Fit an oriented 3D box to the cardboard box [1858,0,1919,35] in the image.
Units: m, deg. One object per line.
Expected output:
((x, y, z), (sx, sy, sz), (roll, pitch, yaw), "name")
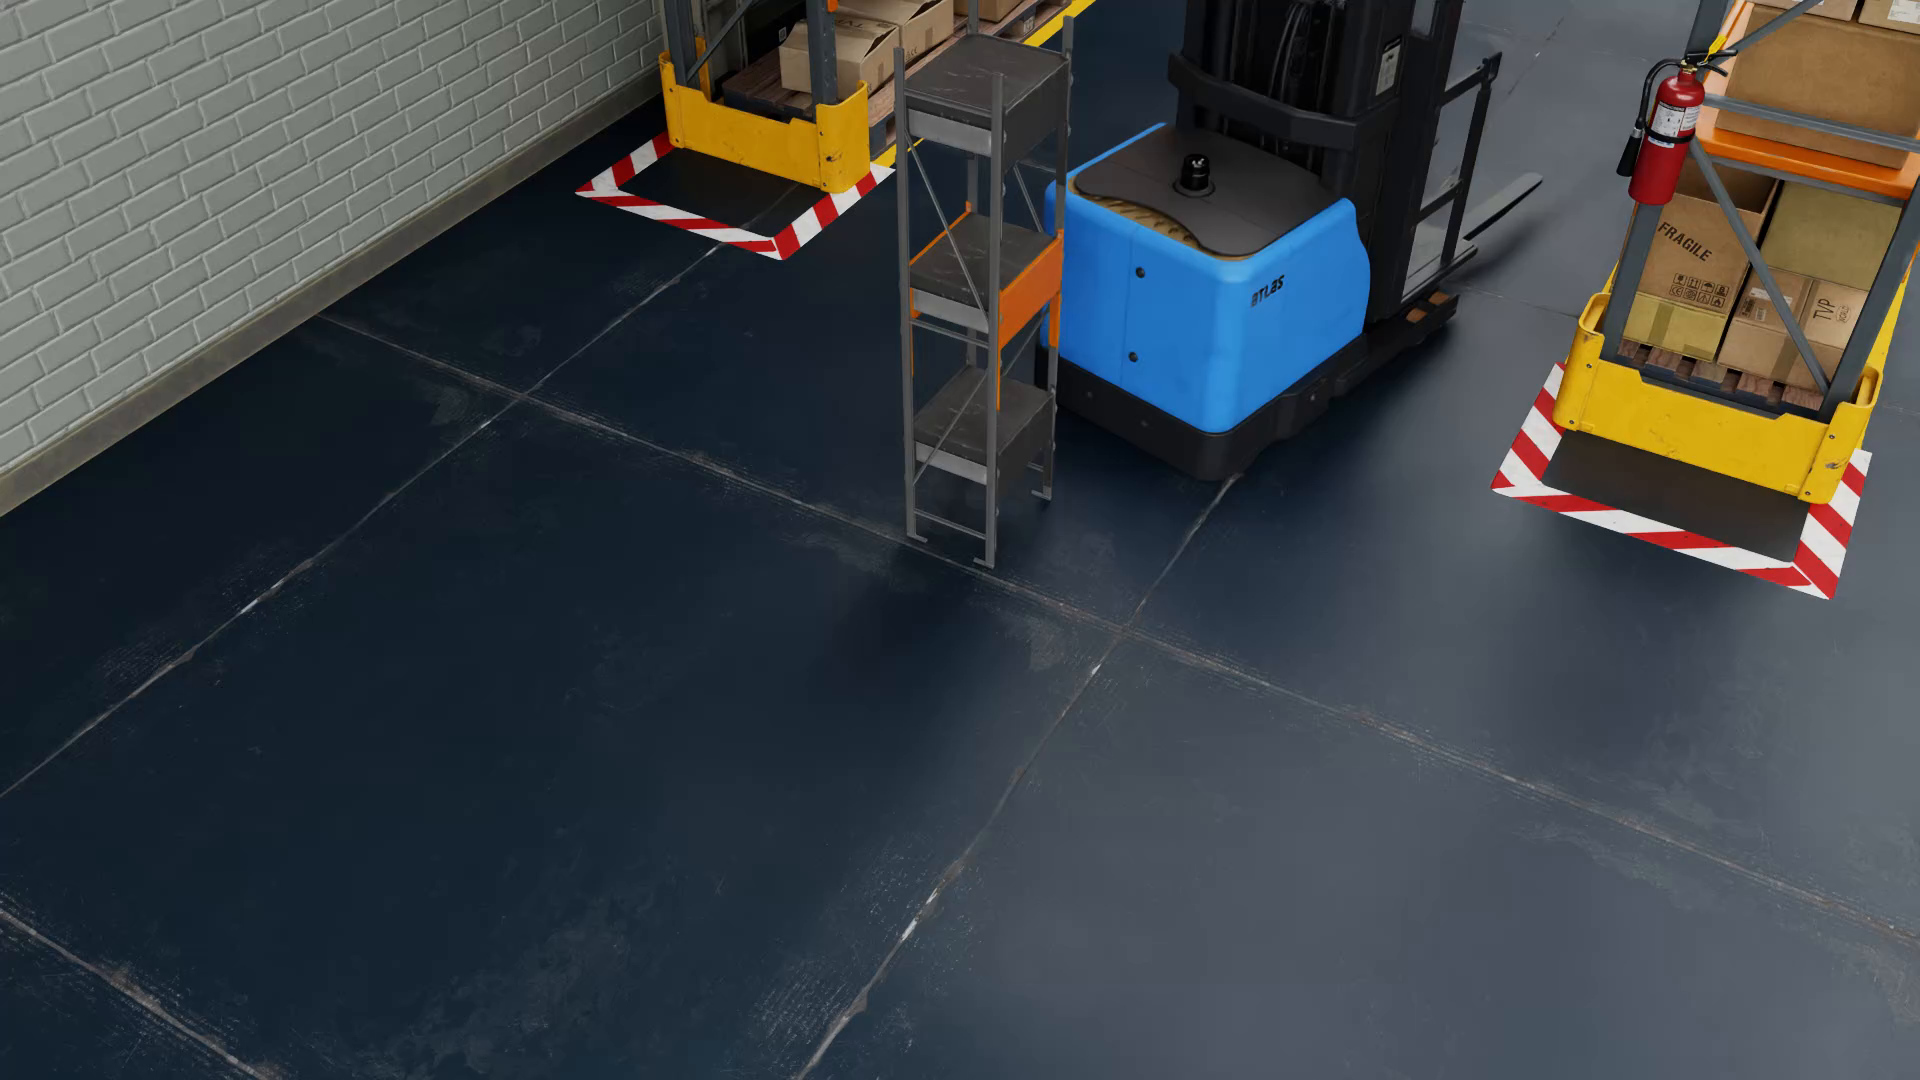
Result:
((3.581, -1.998, 6.182), (0.380, 0.149, 0.250), (21, 45, 22), "cardboard box")

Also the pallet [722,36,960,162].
((-0.617, -2.650, 9.599), (1.003, 0.211, 1.213), (21, 45, 22), "pallet")

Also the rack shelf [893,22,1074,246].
((0.083, -1.398, 5.710), (0.431, 0.518, 0.480), (21, 45, 22), "rack shelf")

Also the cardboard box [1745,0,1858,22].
((3.225, -2.126, 6.328), (0.380, 0.149, 0.250), (20, 45, 21), "cardboard box")

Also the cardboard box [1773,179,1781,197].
((3.697, -1.953, 7.893), (0.500, 0.500, 0.500), (21, 45, 22), "cardboard box")

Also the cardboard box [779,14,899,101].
((-0.668, -2.722, 9.273), (0.500, 0.311, 0.500), (16, 44, 17), "cardboard box")

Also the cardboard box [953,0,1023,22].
((0.028, -3.522, 10.038), (0.700, 0.500, 0.500), (18, 45, 19), "cardboard box")

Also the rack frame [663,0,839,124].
((-1.092, -3.200, 8.114), (1.000, 3.000, 0.127), (21, 45, 22), "rack frame")

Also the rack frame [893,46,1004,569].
((-0.039, -0.743, 6.005), (0.400, 2.100, 0.015), (21, 45, 22), "rack frame")

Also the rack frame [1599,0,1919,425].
((3.198, -1.563, 6.256), (1.000, 3.000, 0.127), (21, 45, 22), "rack frame")

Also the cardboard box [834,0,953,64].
((-0.383, -3.048, 9.643), (0.500, 0.311, 0.500), (25, 47, 25), "cardboard box")

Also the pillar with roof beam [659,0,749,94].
((2.236, -4.714, 5.294), (9.100, 9.000, 0.400), (21, 45, 22), "pillar with roof beam")

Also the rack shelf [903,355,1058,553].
((0.083, -0.347, 6.635), (0.431, 0.518, 0.480), (21, 45, 22), "rack shelf")

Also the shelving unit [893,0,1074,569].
((0.083, -0.883, 6.164), (0.431, 2.100, 0.503), (21, 45, 22), "shelving unit")

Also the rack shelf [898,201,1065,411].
((0.083, -0.872, 6.173), (0.431, 0.518, 0.480), (21, 45, 22), "rack shelf")

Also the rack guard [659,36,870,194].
((-1.054, -2.305, 8.989), (1.175, 0.500, 0.348), (21, 45, 22), "rack guard")

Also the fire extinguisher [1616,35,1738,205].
((2.737, -1.620, 6.379), (0.296, 0.674, 0.183), (21, 45, 22), "fire extinguisher")

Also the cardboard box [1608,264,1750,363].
((3.211, -1.094, 7.485), (0.500, 0.250, 0.500), (21, 45, 22), "cardboard box")

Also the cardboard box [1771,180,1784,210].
((3.951, -1.956, 8.464), (0.500, 0.250, 0.500), (21, 45, 22), "cardboard box")

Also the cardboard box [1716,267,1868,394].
((3.659, -0.922, 7.291), (0.500, 0.250, 0.500), (21, 45, 22), "cardboard box")

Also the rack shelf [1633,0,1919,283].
((4.199, -2.438, 7.793), (1.077, 0.370, 4.000), (21, 45, 22), "rack shelf")

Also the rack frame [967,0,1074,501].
((0.205, -1.022, 6.322), (0.400, 2.100, 0.015), (21, 45, 22), "rack frame")

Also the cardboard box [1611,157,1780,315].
((3.209, -1.376, 7.238), (0.500, 0.500, 0.500), (21, 45, 22), "cardboard box")

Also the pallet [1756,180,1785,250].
((4.156, -1.664, 8.479), (1.003, 0.211, 1.213), (21, 45, 22), "pallet")

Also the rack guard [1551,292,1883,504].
((3.186, -0.612, 7.066), (1.175, 0.500, 0.348), (21, 45, 22), "rack guard")

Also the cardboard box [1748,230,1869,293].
((3.906, -1.210, 7.617), (0.500, 0.250, 0.500), (21, 45, 22), "cardboard box")

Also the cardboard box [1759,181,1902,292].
((3.908, -1.491, 7.368), (0.500, 0.500, 0.500), (21, 45, 22), "cardboard box")

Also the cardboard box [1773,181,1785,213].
((4.147, -1.781, 7.698), (0.500, 0.500, 0.500), (21, 45, 22), "cardboard box")

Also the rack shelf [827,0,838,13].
((-0.091, -4.074, 9.651), (1.077, 0.370, 4.000), (21, 45, 22), "rack shelf")

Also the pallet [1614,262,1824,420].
((3.545, -0.968, 7.690), (1.003, 0.211, 1.213), (21, 45, 22), "pallet")

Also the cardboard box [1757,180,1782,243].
((3.699, -1.670, 8.140), (0.500, 0.250, 0.500), (21, 45, 22), "cardboard box")

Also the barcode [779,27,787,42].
((-1.005, -2.868, 9.432), (0.001, 0.075, 0.075), (21, 45, 22), "barcode")

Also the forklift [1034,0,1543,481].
((1.710, -2.226, 7.060), (1.130, 2.935, 3.031), (32, 51, 31), "forklift")

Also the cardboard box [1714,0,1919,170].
((3.443, -1.864, 6.521), (0.700, 0.500, 0.500), (21, 45, 22), "cardboard box")

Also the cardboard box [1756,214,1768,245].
((3.451, -1.384, 7.814), (0.500, 0.250, 0.500), (21, 45, 22), "cardboard box")

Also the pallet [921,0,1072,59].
((-0.006, -3.345, 10.389), (1.003, 0.211, 1.213), (21, 45, 22), "pallet")
